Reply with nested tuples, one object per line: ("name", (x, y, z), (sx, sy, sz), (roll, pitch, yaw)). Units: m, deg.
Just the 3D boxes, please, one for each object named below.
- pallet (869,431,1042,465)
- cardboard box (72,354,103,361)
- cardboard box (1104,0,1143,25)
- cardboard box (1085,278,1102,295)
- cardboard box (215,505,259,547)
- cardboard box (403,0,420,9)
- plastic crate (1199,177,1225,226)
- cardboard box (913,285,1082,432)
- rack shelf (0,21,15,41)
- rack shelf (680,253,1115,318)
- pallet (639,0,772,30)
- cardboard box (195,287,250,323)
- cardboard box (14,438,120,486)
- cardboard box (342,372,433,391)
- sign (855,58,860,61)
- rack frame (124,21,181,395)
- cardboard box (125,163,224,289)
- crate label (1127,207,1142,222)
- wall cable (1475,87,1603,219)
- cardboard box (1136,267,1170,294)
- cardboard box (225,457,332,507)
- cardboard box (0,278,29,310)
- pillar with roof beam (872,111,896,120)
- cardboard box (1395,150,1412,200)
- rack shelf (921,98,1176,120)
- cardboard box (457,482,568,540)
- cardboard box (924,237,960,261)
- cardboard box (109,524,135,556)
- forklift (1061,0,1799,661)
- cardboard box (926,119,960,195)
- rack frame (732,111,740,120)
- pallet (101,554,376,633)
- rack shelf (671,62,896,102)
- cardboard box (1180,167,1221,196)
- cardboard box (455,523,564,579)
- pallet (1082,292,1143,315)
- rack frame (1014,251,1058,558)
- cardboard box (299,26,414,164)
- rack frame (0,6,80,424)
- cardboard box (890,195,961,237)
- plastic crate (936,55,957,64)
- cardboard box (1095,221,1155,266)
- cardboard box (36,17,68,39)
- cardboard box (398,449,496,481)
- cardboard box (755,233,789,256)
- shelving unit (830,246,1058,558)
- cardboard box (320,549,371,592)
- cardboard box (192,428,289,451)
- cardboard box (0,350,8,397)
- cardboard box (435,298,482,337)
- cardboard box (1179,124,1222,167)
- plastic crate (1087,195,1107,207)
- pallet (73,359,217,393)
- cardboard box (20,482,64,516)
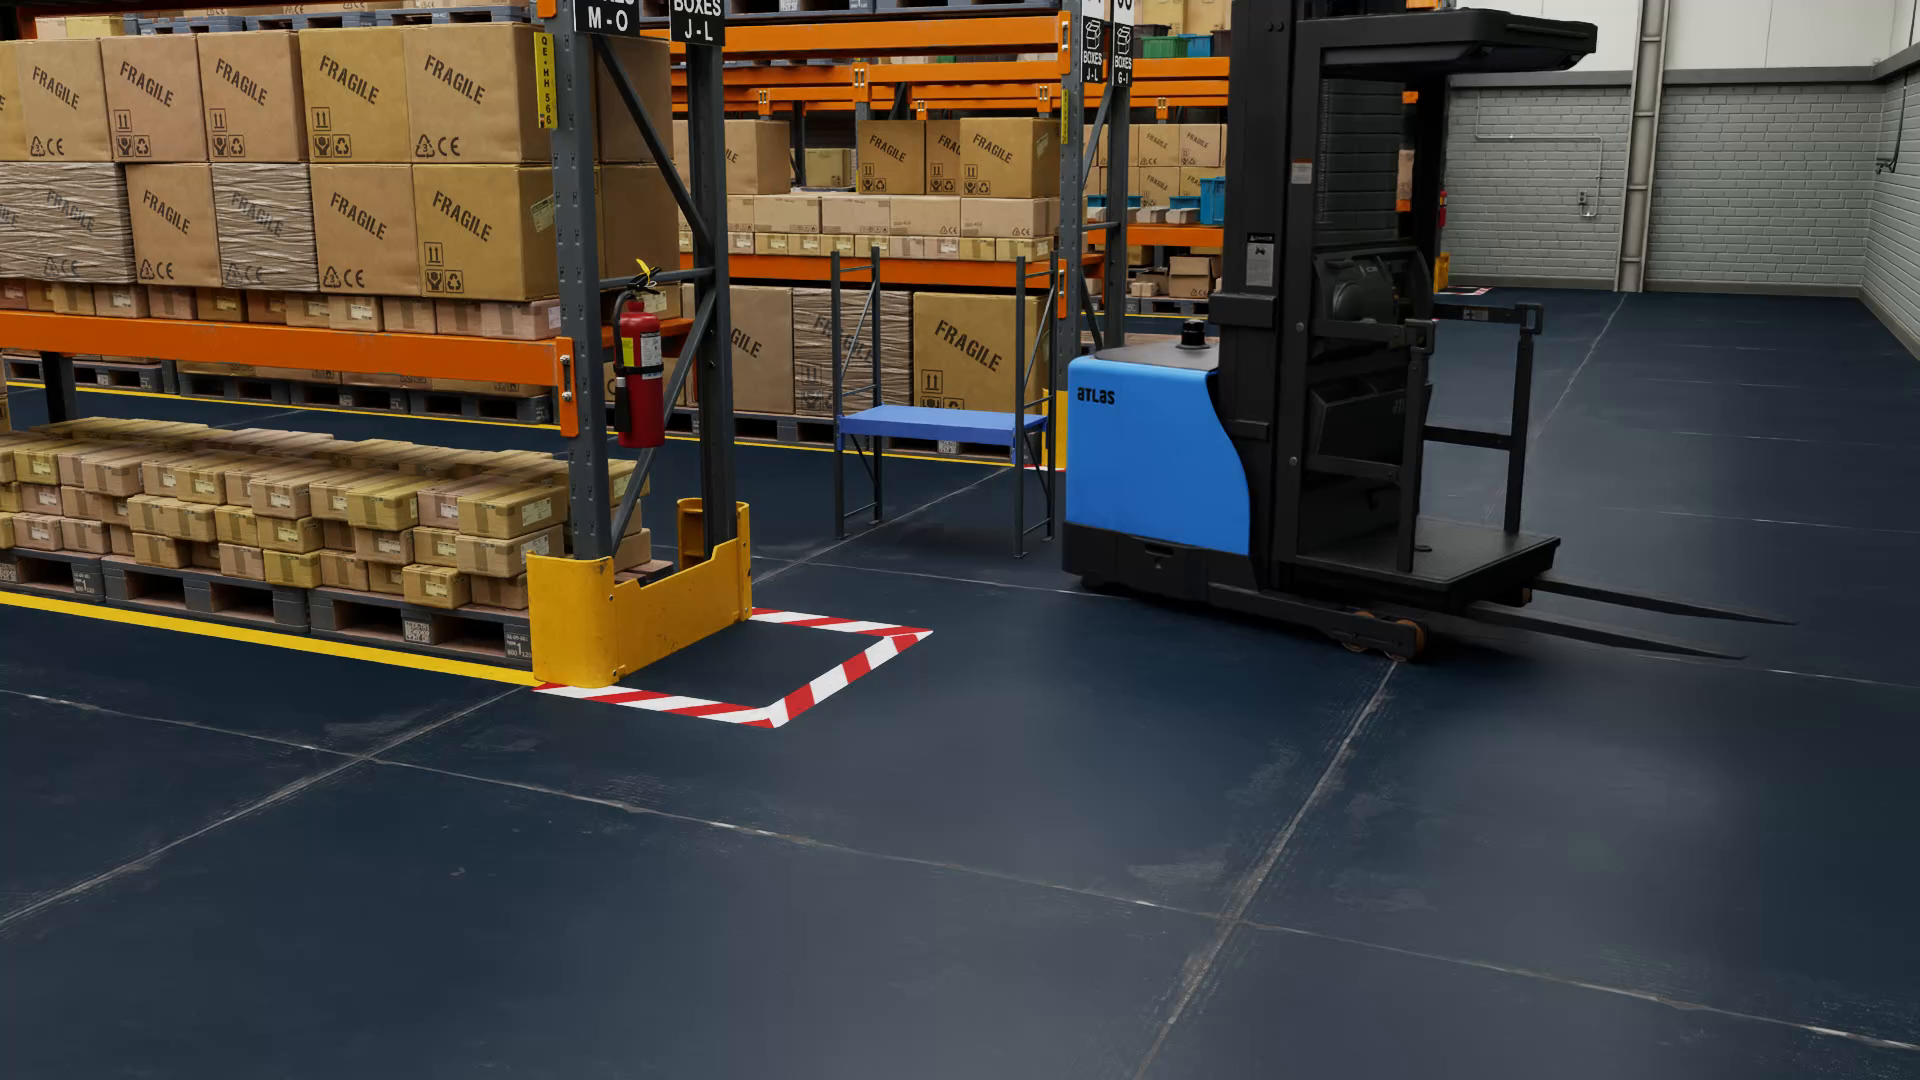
("pallet", (0.119, -0.746, 11.471), (1.213, 0.211, 1.003), (6, 14, 23))
("cardboard box", (-7.566, -1.890, 14.751), (0.500, 0.500, 0.700), (5, 14, 19))
("cardboard box", (2.100, -6.368, 20.351), (0.500, 0.500, 0.700), (6, 14, 23))
("cardboard box", (1.537, -3.306, 21.200), (0.500, 0.311, 0.500), (6, 14, 23))
("cardboard box", (-2.999, -0.090, 7.244), (0.250, 0.149, 0.380), (7, 15, 26))
("cardboard box", (-4.076, -4.127, 12.843), (0.250, 0.149, 0.380), (5, 14, 21))
("plastic crate", (2.506, -3.119, 15.271), (0.499, 0.435, 0.616), (6, 14, 23))
("cardboard box", (0.264, -1.258, 11.283), (0.875, 0.875, 0.875), (6, 14, 23))
("rack shelf", (-6.705, -2.684, 8.638), (4.000, 0.370, 1.077), (6, 14, 23))
("rack shelf", (-0.947, -1.881, 11.778), (4.000, 0.370, 1.077), (6, 14, 23))
("pallet", (-2.032, -3.755, 11.820), (1.213, 0.211, 1.003), (6, 14, 23))
("cardboard box", (-3.024, -1.027, 7.114), (0.250, 0.149, 0.380), (6, 15, 24))
("cardboard box", (-4.167, -0.369, 7.782), (0.250, 0.149, 0.380), (6, 14, 22))
("cardboard box", (-4.186, -1.723, 13.265), (0.875, 0.875, 1.225), (5, 14, 21))
("sign", (-0.994, -4.800, 16.061), (0.005, 0.325, 0.100), (6, 14, 23))
("rack frame", (-6.433, -2.786, 14.062), (0.127, 3.000, 1.000), (6, 14, 23))
("cardboard box", (-3.123, -1.342, 7.040), (0.500, 0.500, 0.500), (7, 15, 26))
("crate label", (1.545, -3.069, 15.715), (0.243, 0.136, 0.396), (6, 14, 23))
("wall cable", (8.454, -5.723, 24.355), (1.851, 1.984, 0.084), (6, 14, 23))
("cardboard box", (2.562, -3.327, 21.290), (0.500, 0.311, 0.500), (6, 14, 23))
("cardboard box", (-2.976, -0.252, 7.282), (0.250, 0.149, 0.380), (5, 14, 21))
("cardboard box", (-4.219, -1.150, 7.641), (0.250, 0.149, 0.380), (5, 14, 21))
("pillar with roof beam", (-2.996, -8.212, 24.054), (0.400, 9.000, 9.100), (6, 14, 23))
("cardboard box", (6.430, -5.341, 24.292), (0.700, 0.700, 0.980), (7, 15, 26))
("rack shelf", (1.415, -6.815, 26.240), (4.000, 0.370, 1.077), (6, 14, 23))
("cardboard box", (-1.806, -0.121, 6.725), (0.250, 0.149, 0.380), (6, 14, 24))
("cardboard box", (-0.046, -1.935, 10.985), (0.250, 0.149, 0.380), (6, 14, 23))
("cardboard box", (-3.670, -0.038, 7.670), (0.250, 0.149, 0.380), (5, 14, 21))
("forklift", (1.909, -1.074, 6.914), (3.031, 2.935, 1.130), (12, 18, 41))
("cardboard box", (0.095, -2.630, 11.431), (0.500, 0.500, 0.500), (5, 14, 22))
("rack frame", (-4.071, -6.260, 28.866), (0.127, 3.000, 1.000), (6, 14, 23))
("pallet", (-3.129, 0.136, 7.715), (1.213, 0.211, 1.003), (6, 14, 23))
("rack shelf", (-2.598, -4.746, 17.421), (4.000, 0.370, 1.077), (6, 14, 23))
("cardboard box", (2.987, -4.289, 20.248), (0.500, 0.500, 0.500), (6, 14, 22))
("cardboard box", (-1.818, 0.030, 6.730), (0.250, 0.149, 0.380), (5, 14, 22))
("pallet", (1.868, -3.063, 21.348), (1.213, 0.211, 1.003), (6, 14, 23))
("rack frame", (0.387, -0.691, 8.417), (0.032, 1.500, 0.500), (6, 14, 23))
("cardboard box", (-2.202, -1.737, 6.531), (0.500, 0.500, 0.500), (5, 14, 21))
("rack frame", (-4.877, -1.389, 8.109), (0.127, 3.000, 1.000), (6, 14, 23))
("cardboard box", (-0.132, -2.154, 11.046), (0.500, 0.250, 0.500), (6, 14, 22))
("plastic crate", (-0.260, -4.832, 16.677), (0.662, 0.188, 0.450), (6, 14, 23))
("cardboard box", (2.596, -4.711, 26.050), (0.750, 0.750, 0.750), (6, 14, 24))
("cardboard box", (-7.426, -4.209, 13.889), (0.500, 0.250, 0.500), (6, 14, 23))
("cardboard box", (-2.301, -0.301, 7.490), (0.250, 0.149, 0.380), (5, 14, 20))
("cardboard box", (-1.214, -2.053, 11.487), (0.250, 0.149, 0.380), (5, 14, 22))
("shelving unit", (-0.078, -0.738, 8.617), (1.048, 1.500, 0.538), (6, 14, 23))
("cardboard box", (-2.499, 0.094, 7.110), (0.250, 0.149, 0.380), (6, 14, 24))
("cardboard box", (-3.475, -0.434, 8.057), (0.250, 0.149, 0.380), (5, 14, 21))
("cardboard box", (-5.445, -0.865, 8.788), (0.500, 0.250, 0.500), (5, 14, 21))
("cardboard box", (-1.844, -0.899, 6.569), (0.250, 0.149, 0.380), (6, 14, 23))
("cardboard box", (2.972, -4.775, 20.130), (0.500, 0.500, 0.500), (6, 15, 25))
("plastic crate", (1.317, -3.269, 16.356), (0.300, 0.233, 0.416), (6, 14, 23))
("pallet", (-7.147, -1.501, 14.690), (1.213, 0.211, 1.003), (6, 14, 23))
("cardboard box", (-4.170, -0.231, 7.841), (0.250, 0.149, 0.380), (6, 14, 23))
